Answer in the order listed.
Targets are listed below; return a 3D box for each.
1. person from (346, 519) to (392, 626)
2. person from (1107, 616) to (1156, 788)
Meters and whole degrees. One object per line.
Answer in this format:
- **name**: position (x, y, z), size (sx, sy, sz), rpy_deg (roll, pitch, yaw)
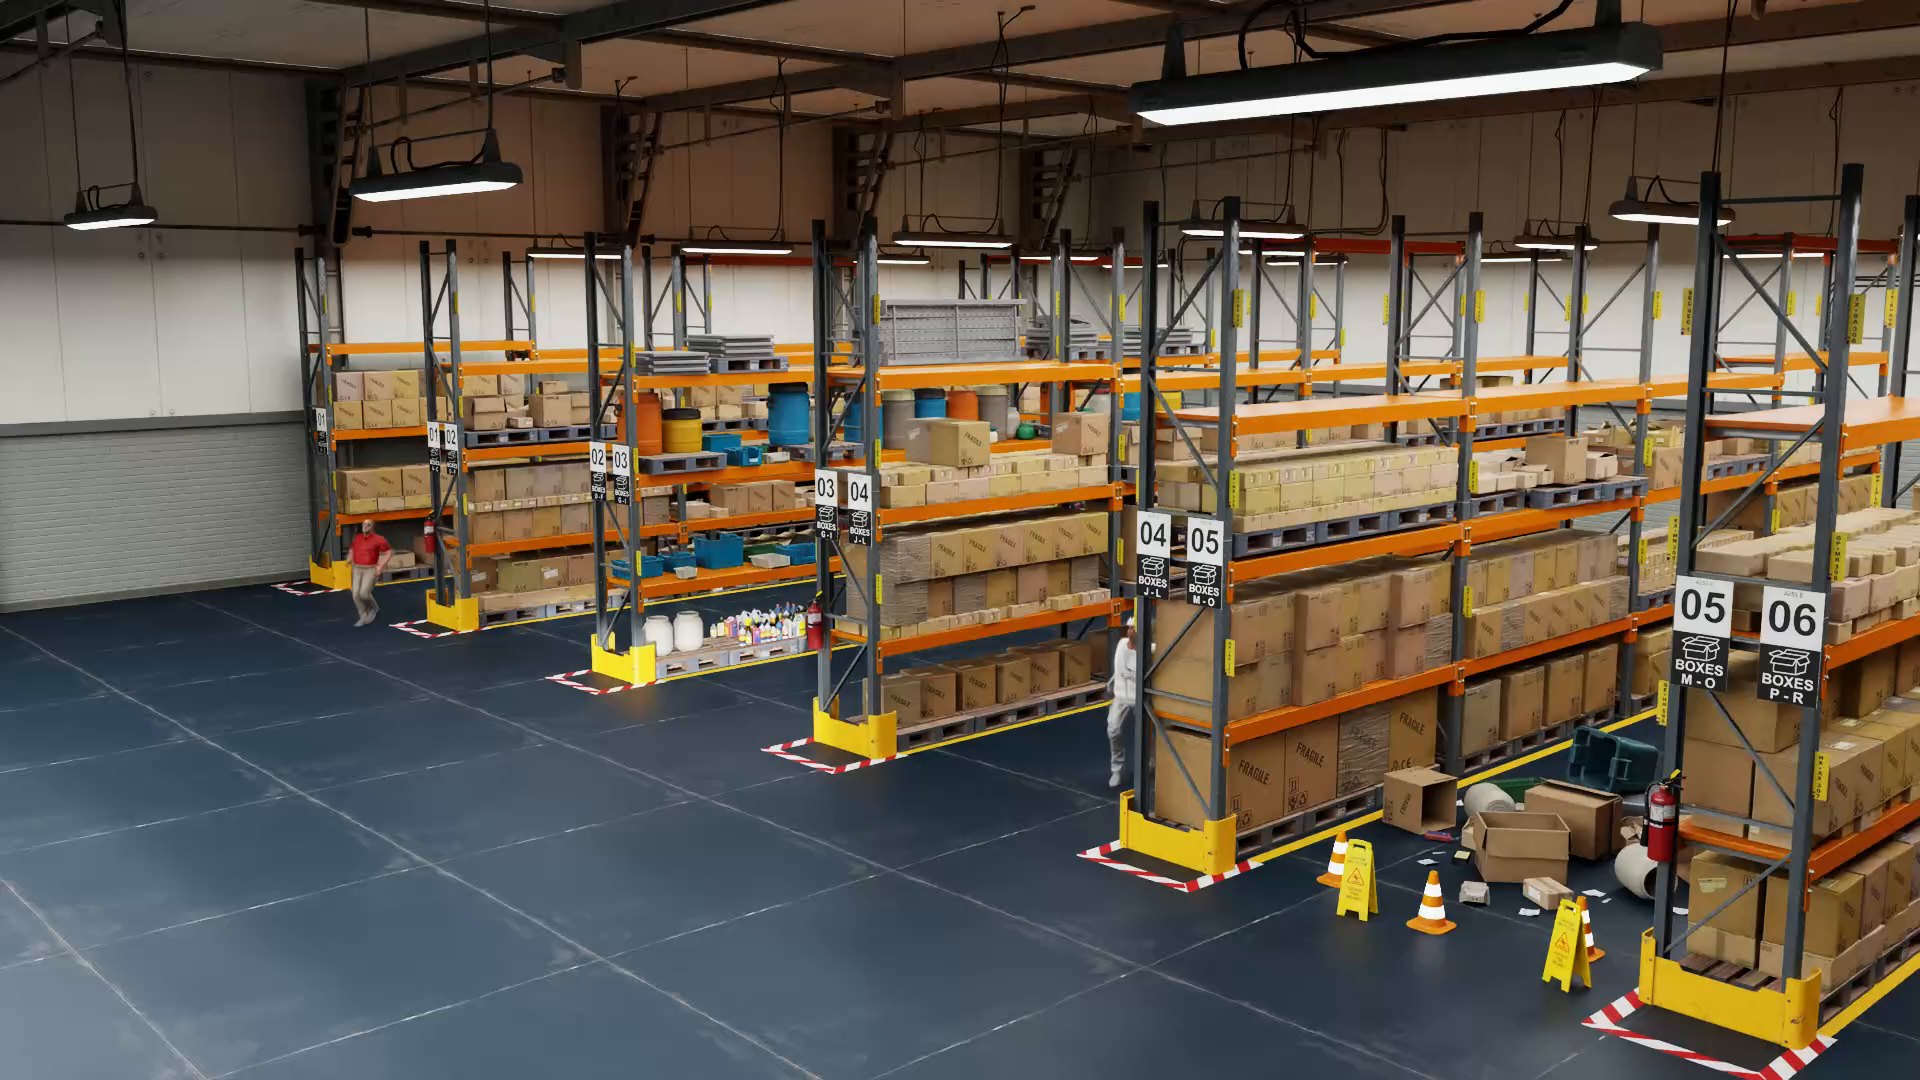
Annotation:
- **person**: position (-9.333, 0.517, 26.113), size (0.690, 1.695, 0.523), rpy_deg (2, 9, 15)
- **person**: position (1.834, 1.708, 17.665), size (0.657, 1.843, 0.768), rpy_deg (5, 10, 30)
